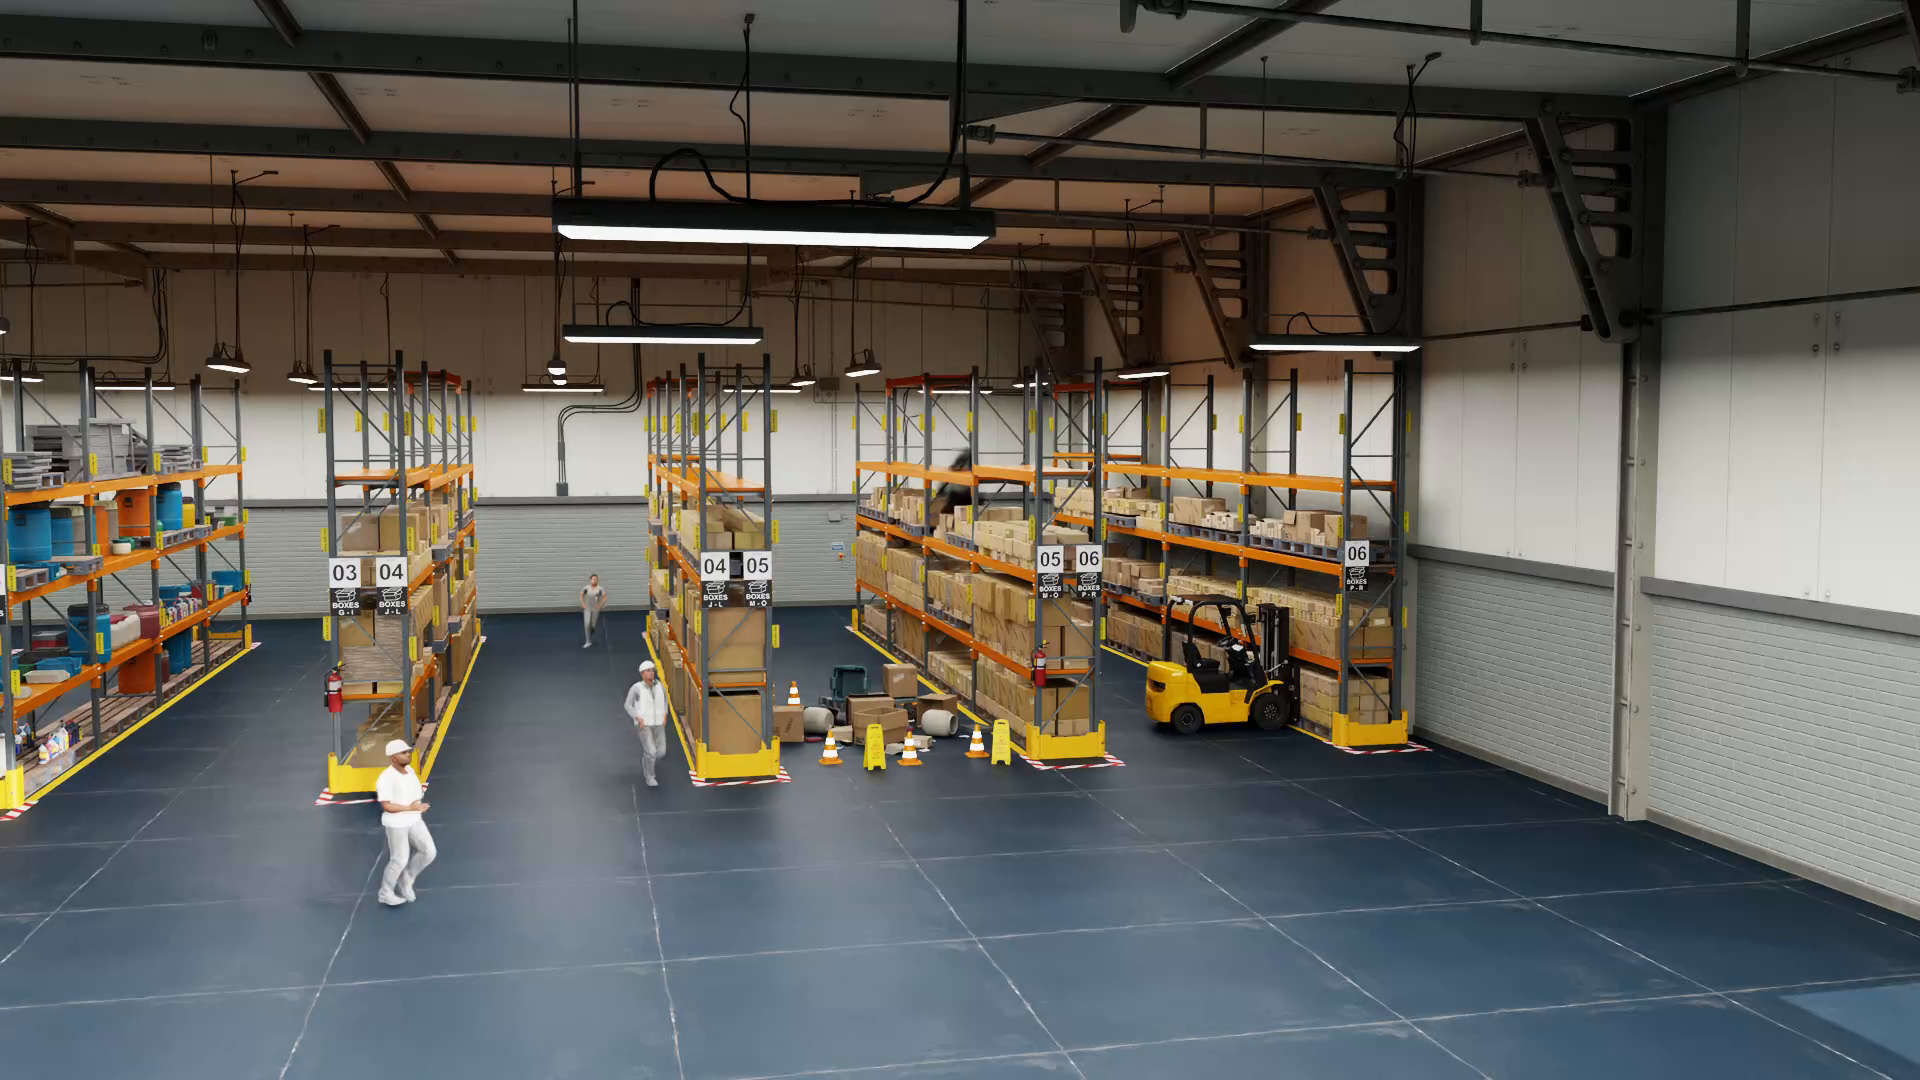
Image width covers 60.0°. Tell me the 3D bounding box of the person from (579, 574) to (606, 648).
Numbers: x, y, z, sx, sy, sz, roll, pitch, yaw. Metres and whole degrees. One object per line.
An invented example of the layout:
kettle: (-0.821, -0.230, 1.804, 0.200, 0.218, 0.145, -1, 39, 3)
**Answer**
person: (-8.315, 1.582, 37.648, 0.604, 1.636, 0.718, -1, 4, -11)

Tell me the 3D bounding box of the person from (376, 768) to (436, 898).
person: (-5.760, 3.026, 17.213, 0.598, 1.375, 0.652, 1, 4, 17)

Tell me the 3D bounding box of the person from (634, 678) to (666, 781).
person: (-4.325, 2.618, 23.092, 0.449, 1.447, 0.516, -3, 5, -37)
